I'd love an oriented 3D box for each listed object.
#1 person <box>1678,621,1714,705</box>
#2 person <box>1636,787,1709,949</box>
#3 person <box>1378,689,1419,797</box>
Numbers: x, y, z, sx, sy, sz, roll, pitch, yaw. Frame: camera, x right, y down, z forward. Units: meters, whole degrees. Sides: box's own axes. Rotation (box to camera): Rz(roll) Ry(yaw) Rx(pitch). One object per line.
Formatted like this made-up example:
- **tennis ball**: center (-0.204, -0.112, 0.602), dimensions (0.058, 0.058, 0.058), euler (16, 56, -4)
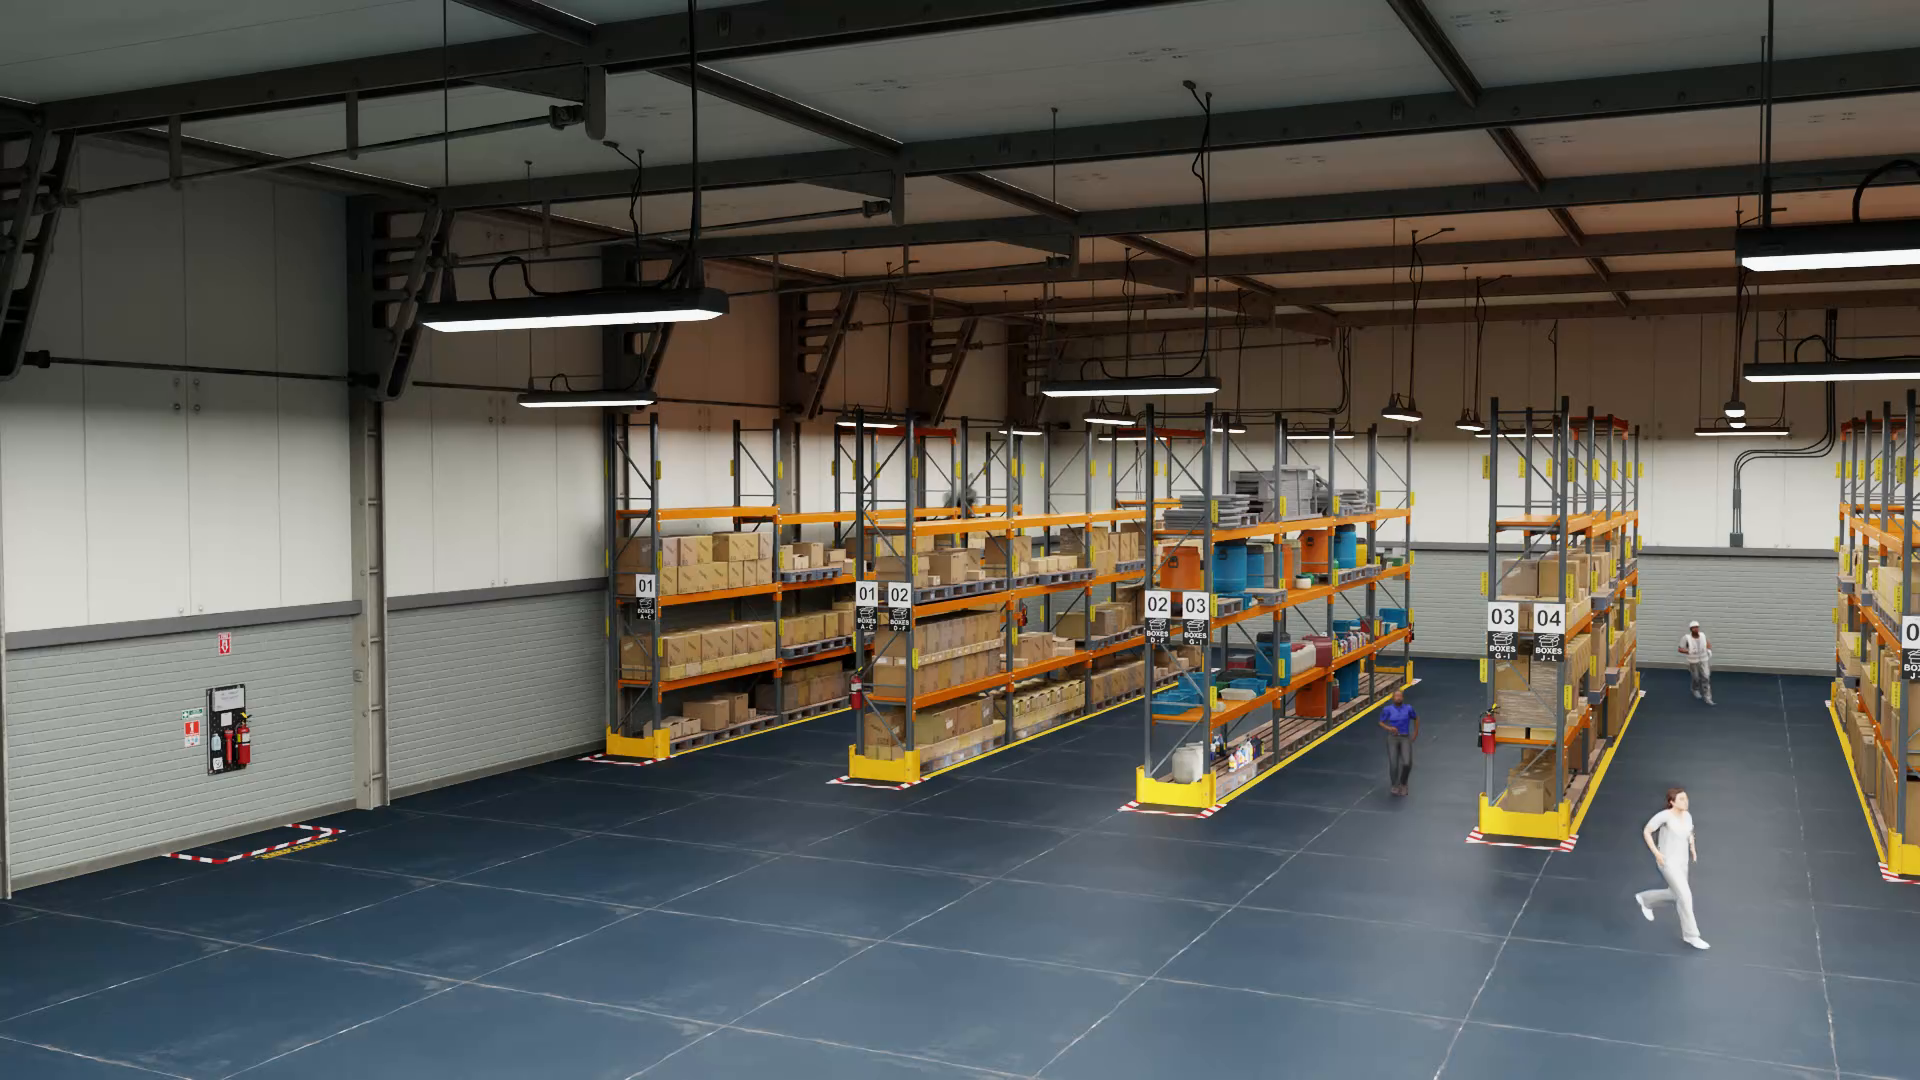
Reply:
- **person**: center (15.859, 2.626, 35.866), dimensions (0.714, 1.753, 0.928), euler (0, 2, 6)
- **person**: center (7.560, 3.441, 17.710), dimensions (0.588, 1.655, 0.893), euler (-1, 3, -25)
- **person**: center (6.720, 3.106, 25.453), dimensions (0.637, 1.648, 0.610), euler (0, 2, 6)
